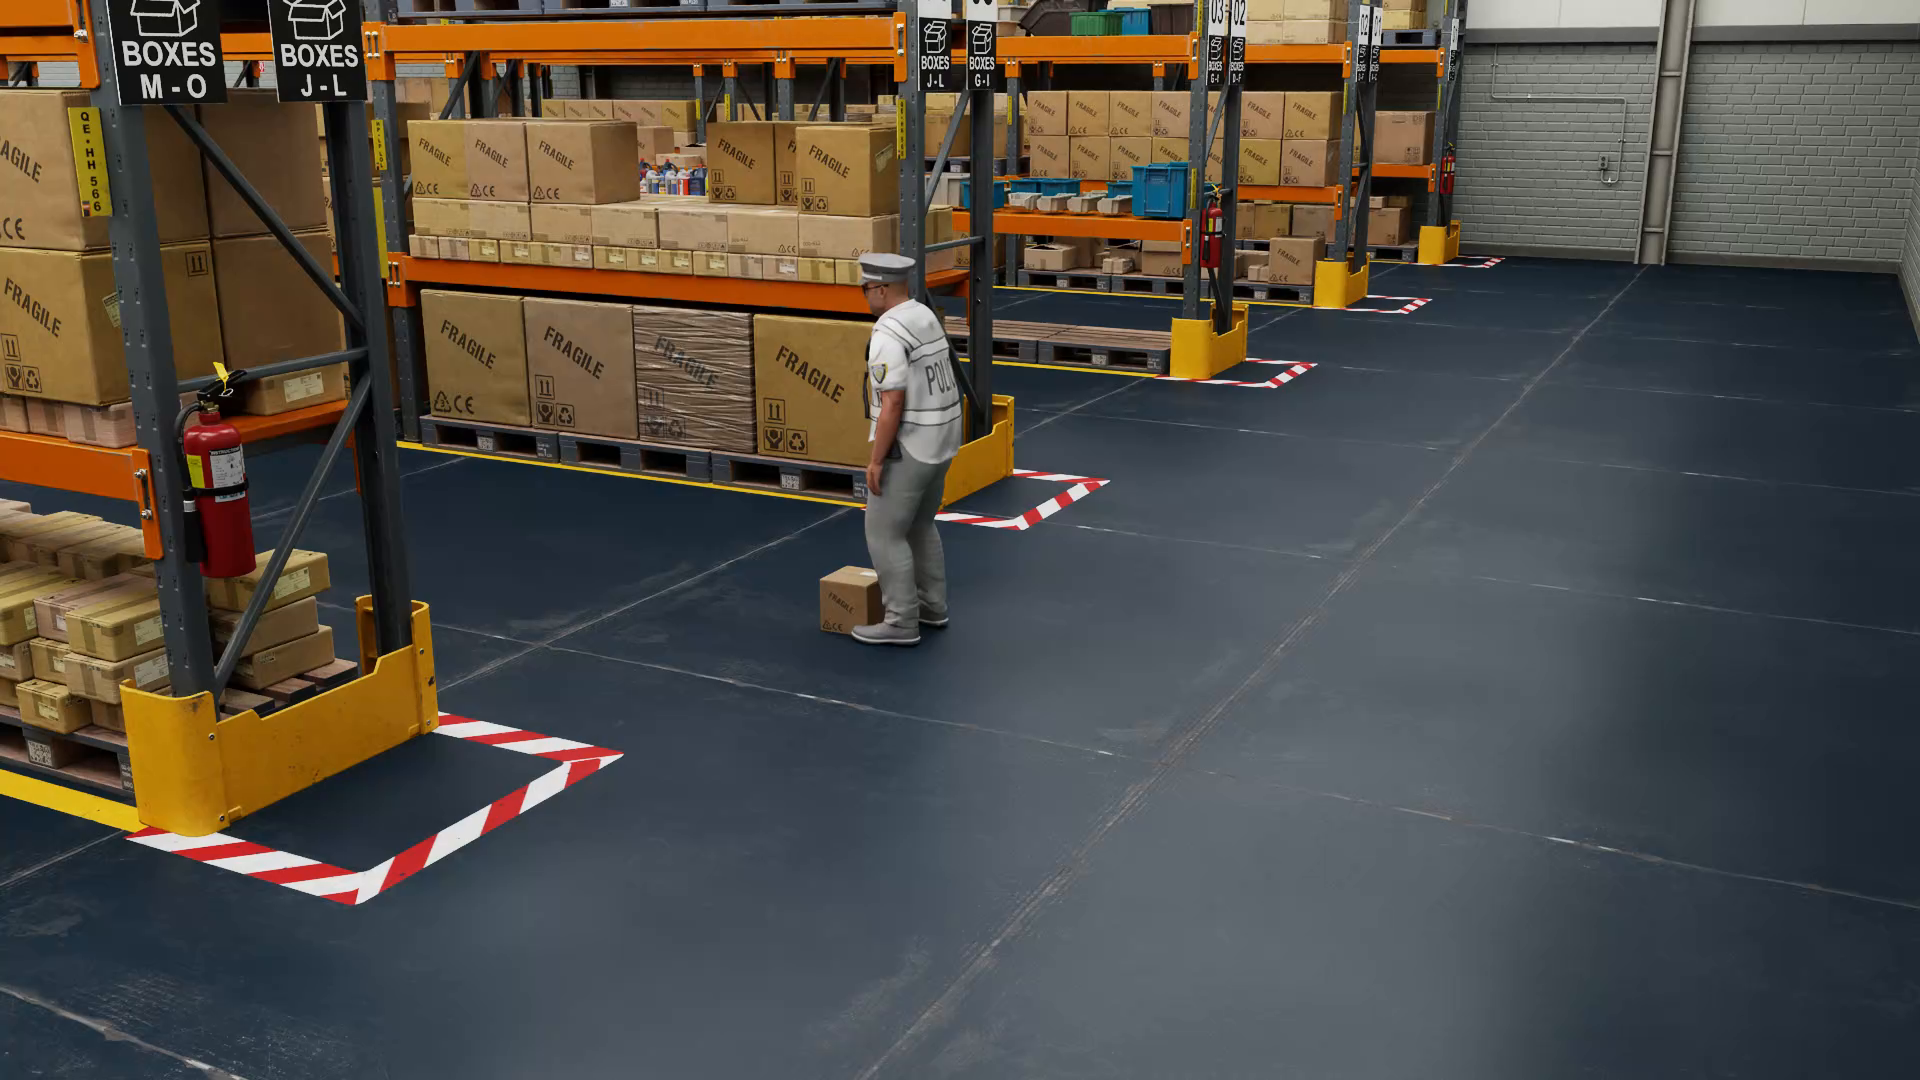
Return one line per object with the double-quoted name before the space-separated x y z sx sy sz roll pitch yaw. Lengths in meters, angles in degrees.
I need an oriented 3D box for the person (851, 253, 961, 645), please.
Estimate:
"person" -0.236 -0.403 7.451 0.448 1.747 0.602 7 17 22
